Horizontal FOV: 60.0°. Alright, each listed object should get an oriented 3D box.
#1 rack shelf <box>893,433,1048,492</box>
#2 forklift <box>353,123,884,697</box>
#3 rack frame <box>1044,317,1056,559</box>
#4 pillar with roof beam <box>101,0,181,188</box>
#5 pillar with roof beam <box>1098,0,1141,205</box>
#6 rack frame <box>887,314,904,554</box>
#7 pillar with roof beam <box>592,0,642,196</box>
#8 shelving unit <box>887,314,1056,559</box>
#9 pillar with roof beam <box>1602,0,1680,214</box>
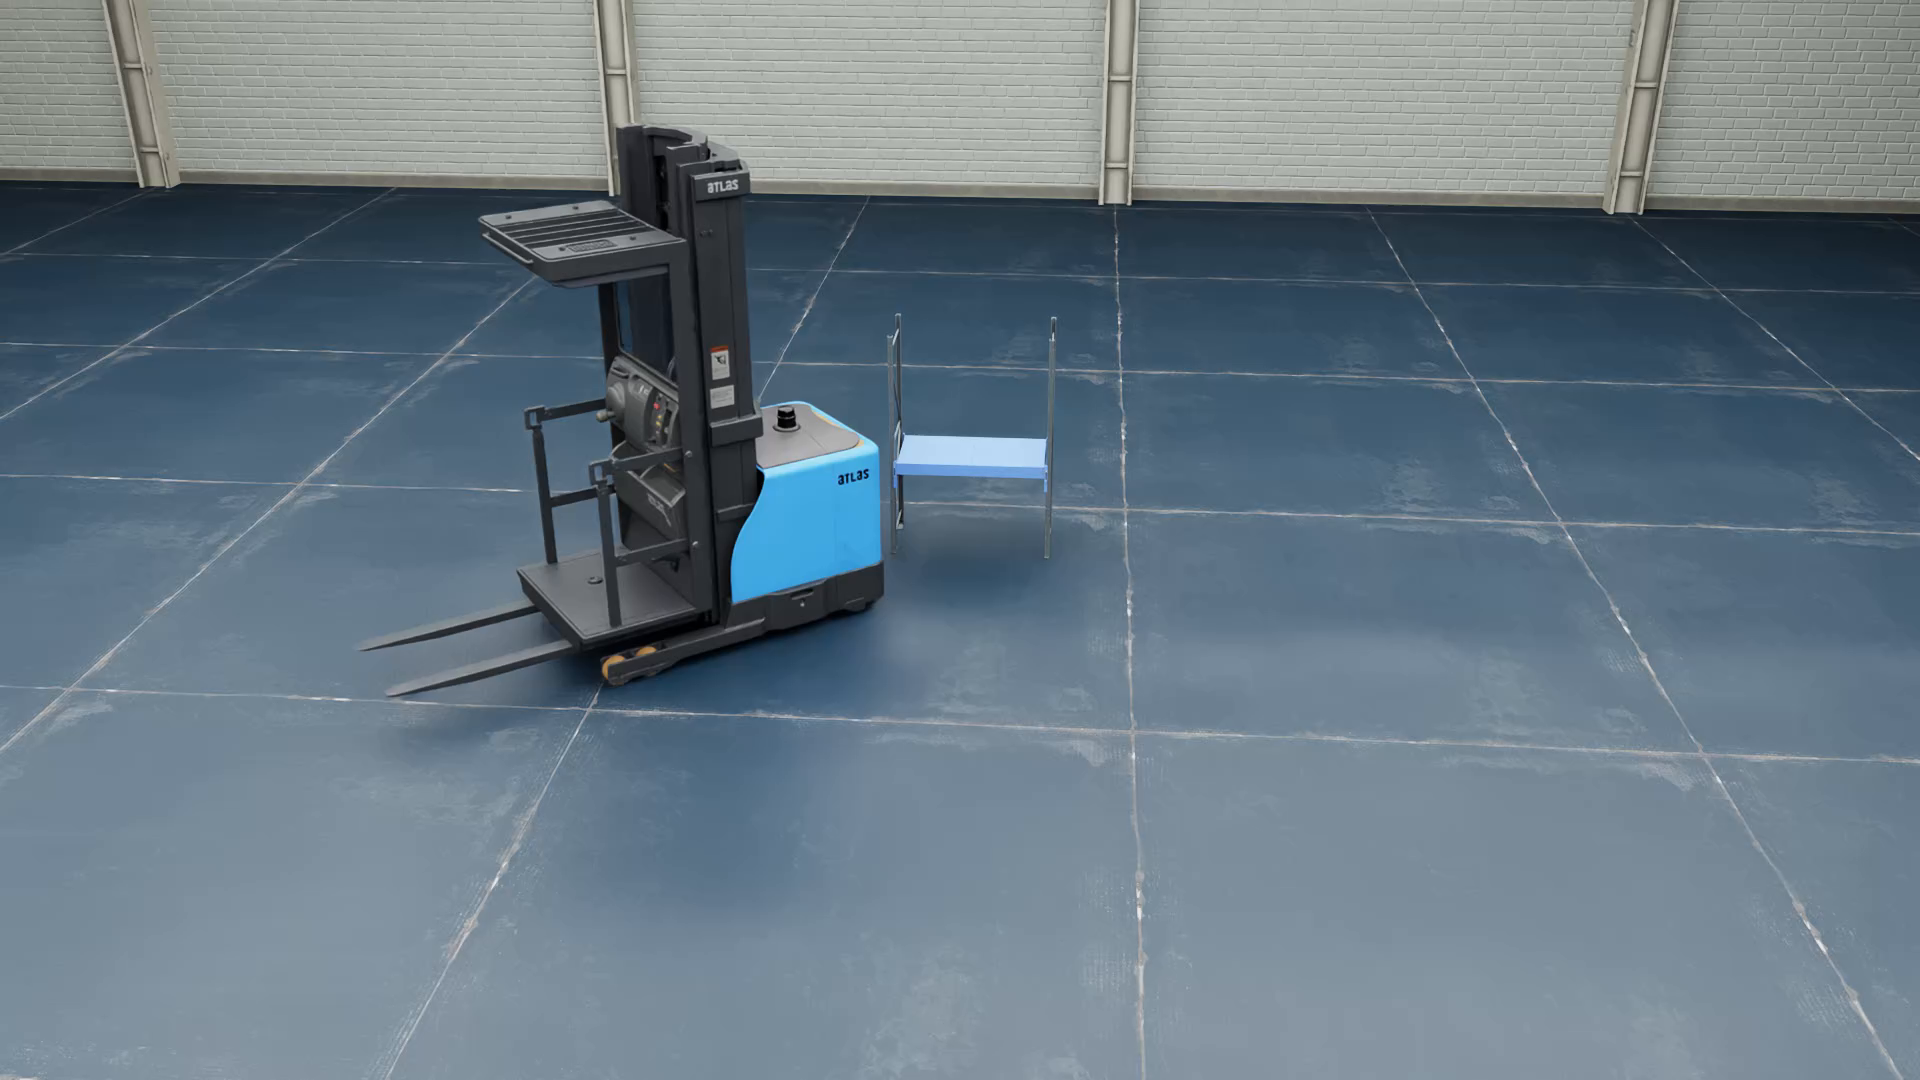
[{"bbox_3d":[0.085,-0.515,11.006,1.000,0.185,0.538,2,25,4],"label":"rack shelf"},{"bbox_3d":[-1.984,-0.756,9.388,3.031,2.935,1.130,-15,29,-30],"label":"forklift"},{"bbox_3d":[0.592,-0.662,10.895,0.032,1.500,0.500,2,25,4],"label":"rack frame"},{"bbox_3d":[-10.416,-6.775,15.209,0.400,9.000,9.100,2,25,4],"label":"pillar with roof beam"},{"bbox_3d":[1.549,-6.391,14.375,0.400,9.000,9.100,2,25,4],"label":"pillar with roof beam"},{"bbox_3d":[-0.422,-0.695,10.966,0.032,1.500,0.500,2,25,4],"label":"rack frame"},{"bbox_3d":[-4.434,-6.583,14.792,0.400,9.000,9.100,2,25,4],"label":"pillar with roof beam"},{"bbox_3d":[0.085,-0.679,10.931,1.048,1.500,0.538,2,25,4],"label":"shelving unit"},{"bbox_3d":[7.531,-6.199,13.958,0.400,9.000,9.100,2,25,4],"label":"pillar with roof beam"}]
